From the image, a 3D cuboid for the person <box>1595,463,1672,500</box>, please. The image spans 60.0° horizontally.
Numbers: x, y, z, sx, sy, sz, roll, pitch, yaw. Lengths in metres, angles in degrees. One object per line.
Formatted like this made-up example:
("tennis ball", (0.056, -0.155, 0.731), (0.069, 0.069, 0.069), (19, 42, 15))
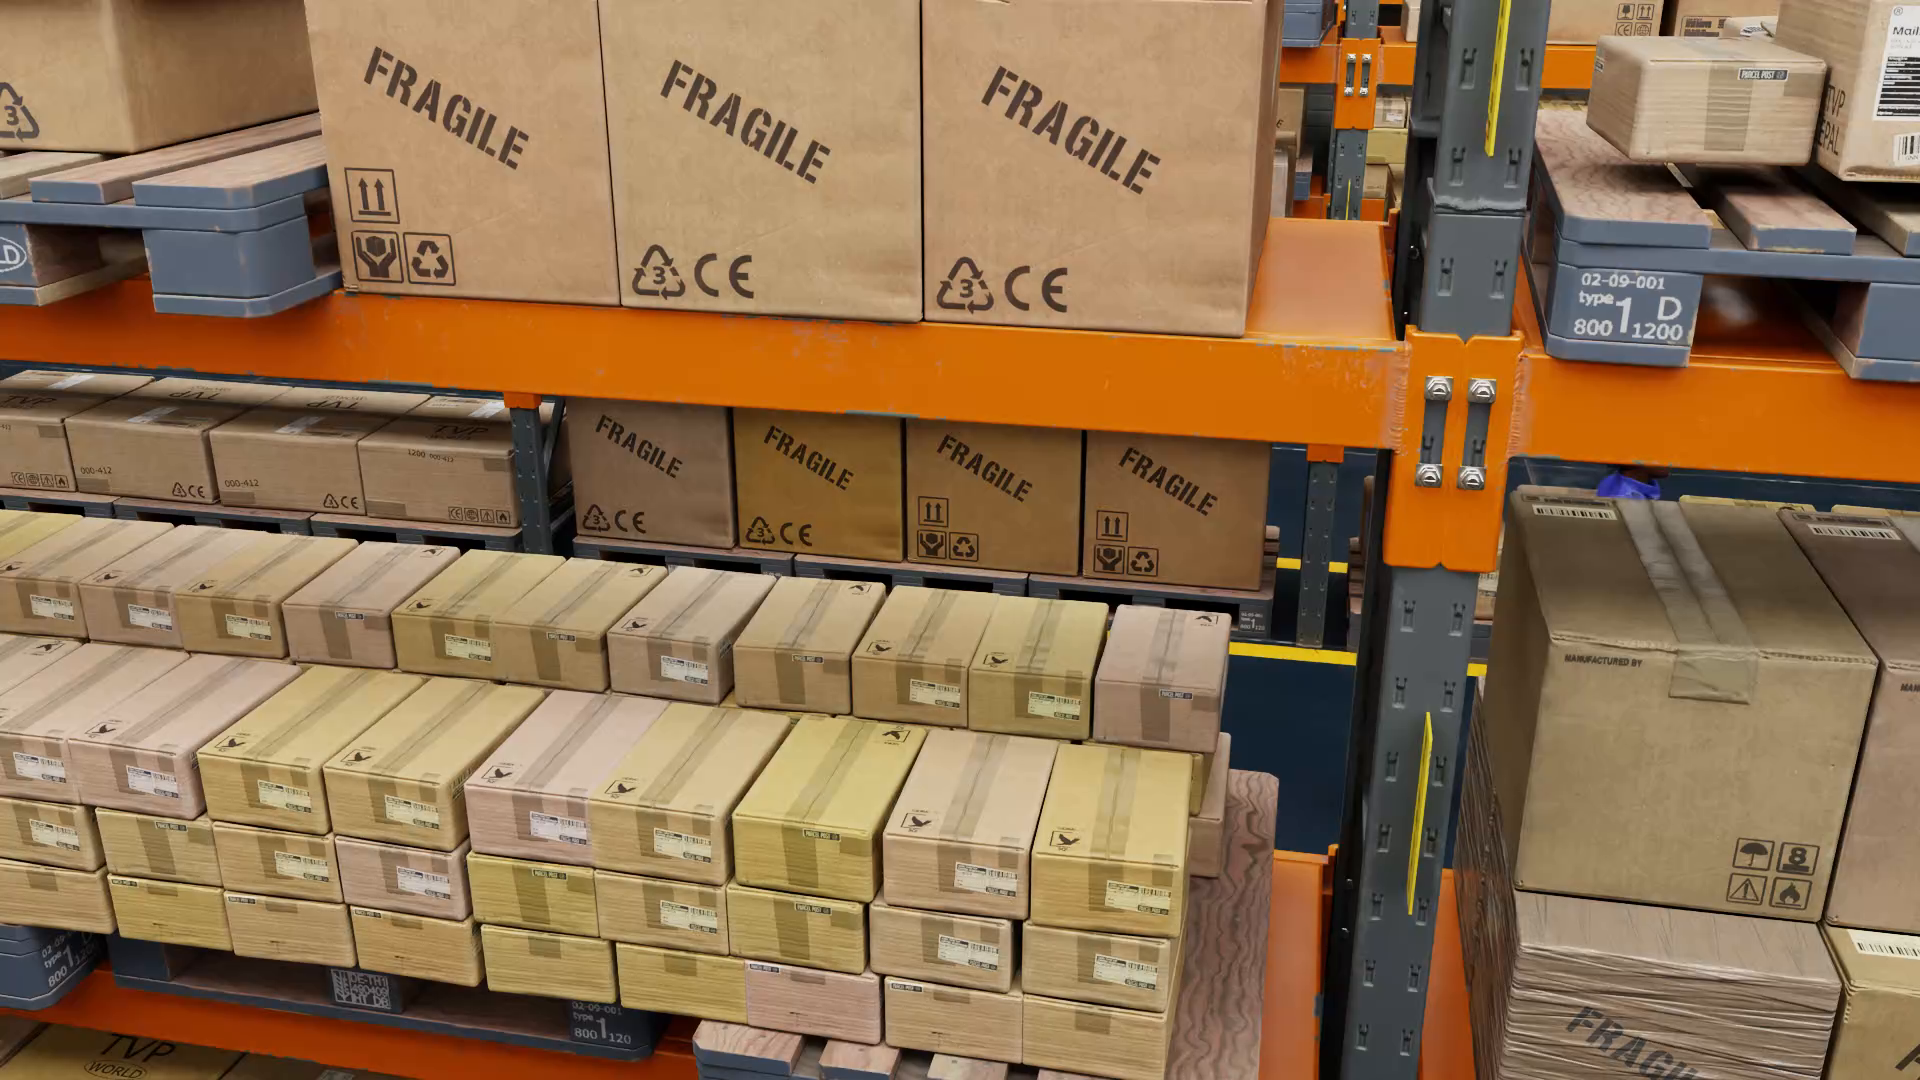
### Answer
("person", (2.592, 0.302, 6.299), (0.956, 1.604, 0.466), (1, 22, 3))
